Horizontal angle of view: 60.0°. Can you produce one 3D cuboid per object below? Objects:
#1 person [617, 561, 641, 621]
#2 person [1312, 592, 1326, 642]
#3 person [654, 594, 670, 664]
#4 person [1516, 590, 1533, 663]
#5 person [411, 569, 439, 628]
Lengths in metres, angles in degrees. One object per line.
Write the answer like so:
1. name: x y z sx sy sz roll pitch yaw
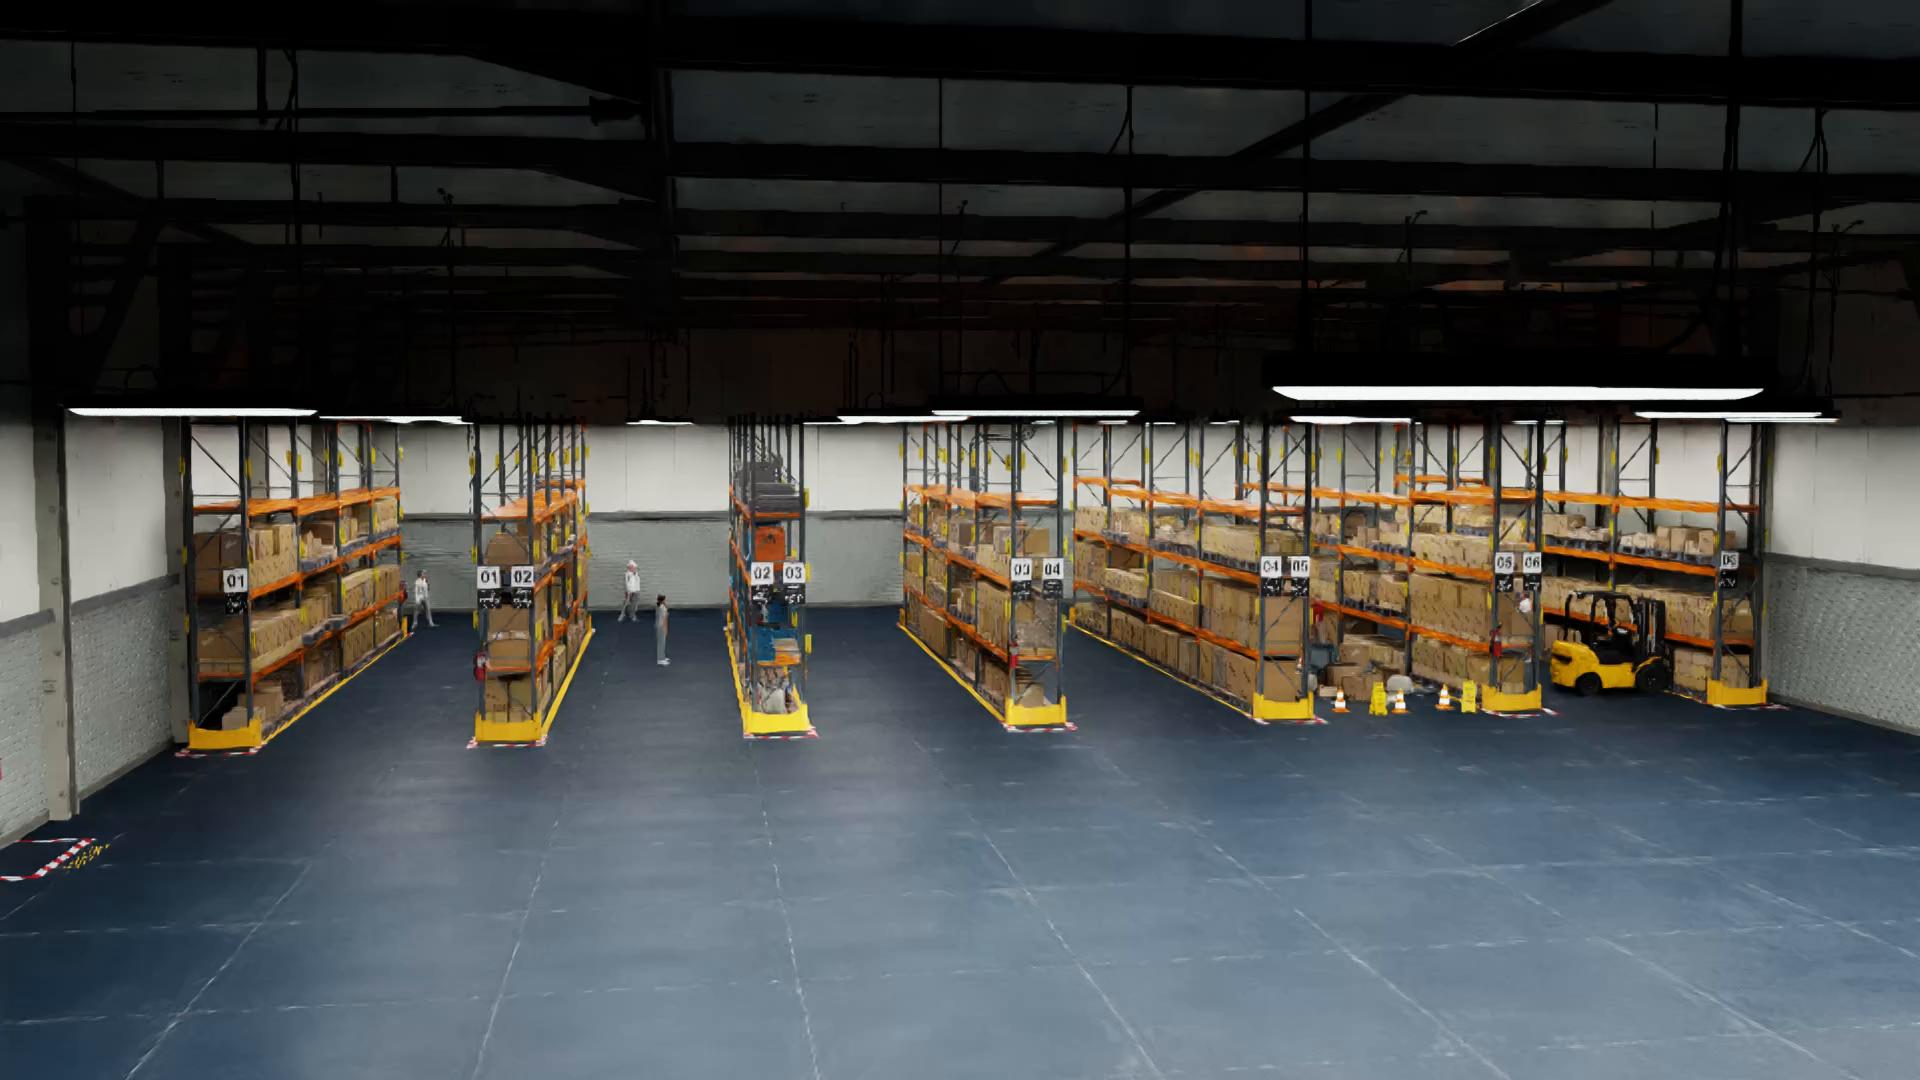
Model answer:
1. person: -9.794 1.506 49.136 0.480 1.769 0.703 2 5 32
2. person: 8.619 2.114 40.207 0.593 1.719 0.651 1 4 15
3. person: -7.170 2.136 40.211 0.452 1.679 0.538 -3 5 -36
4. person: 13.664 2.075 40.348 0.641 1.772 0.692 1 4 15
5. person: -15.286 1.660 47.350 0.555 1.670 0.685 2 4 30
